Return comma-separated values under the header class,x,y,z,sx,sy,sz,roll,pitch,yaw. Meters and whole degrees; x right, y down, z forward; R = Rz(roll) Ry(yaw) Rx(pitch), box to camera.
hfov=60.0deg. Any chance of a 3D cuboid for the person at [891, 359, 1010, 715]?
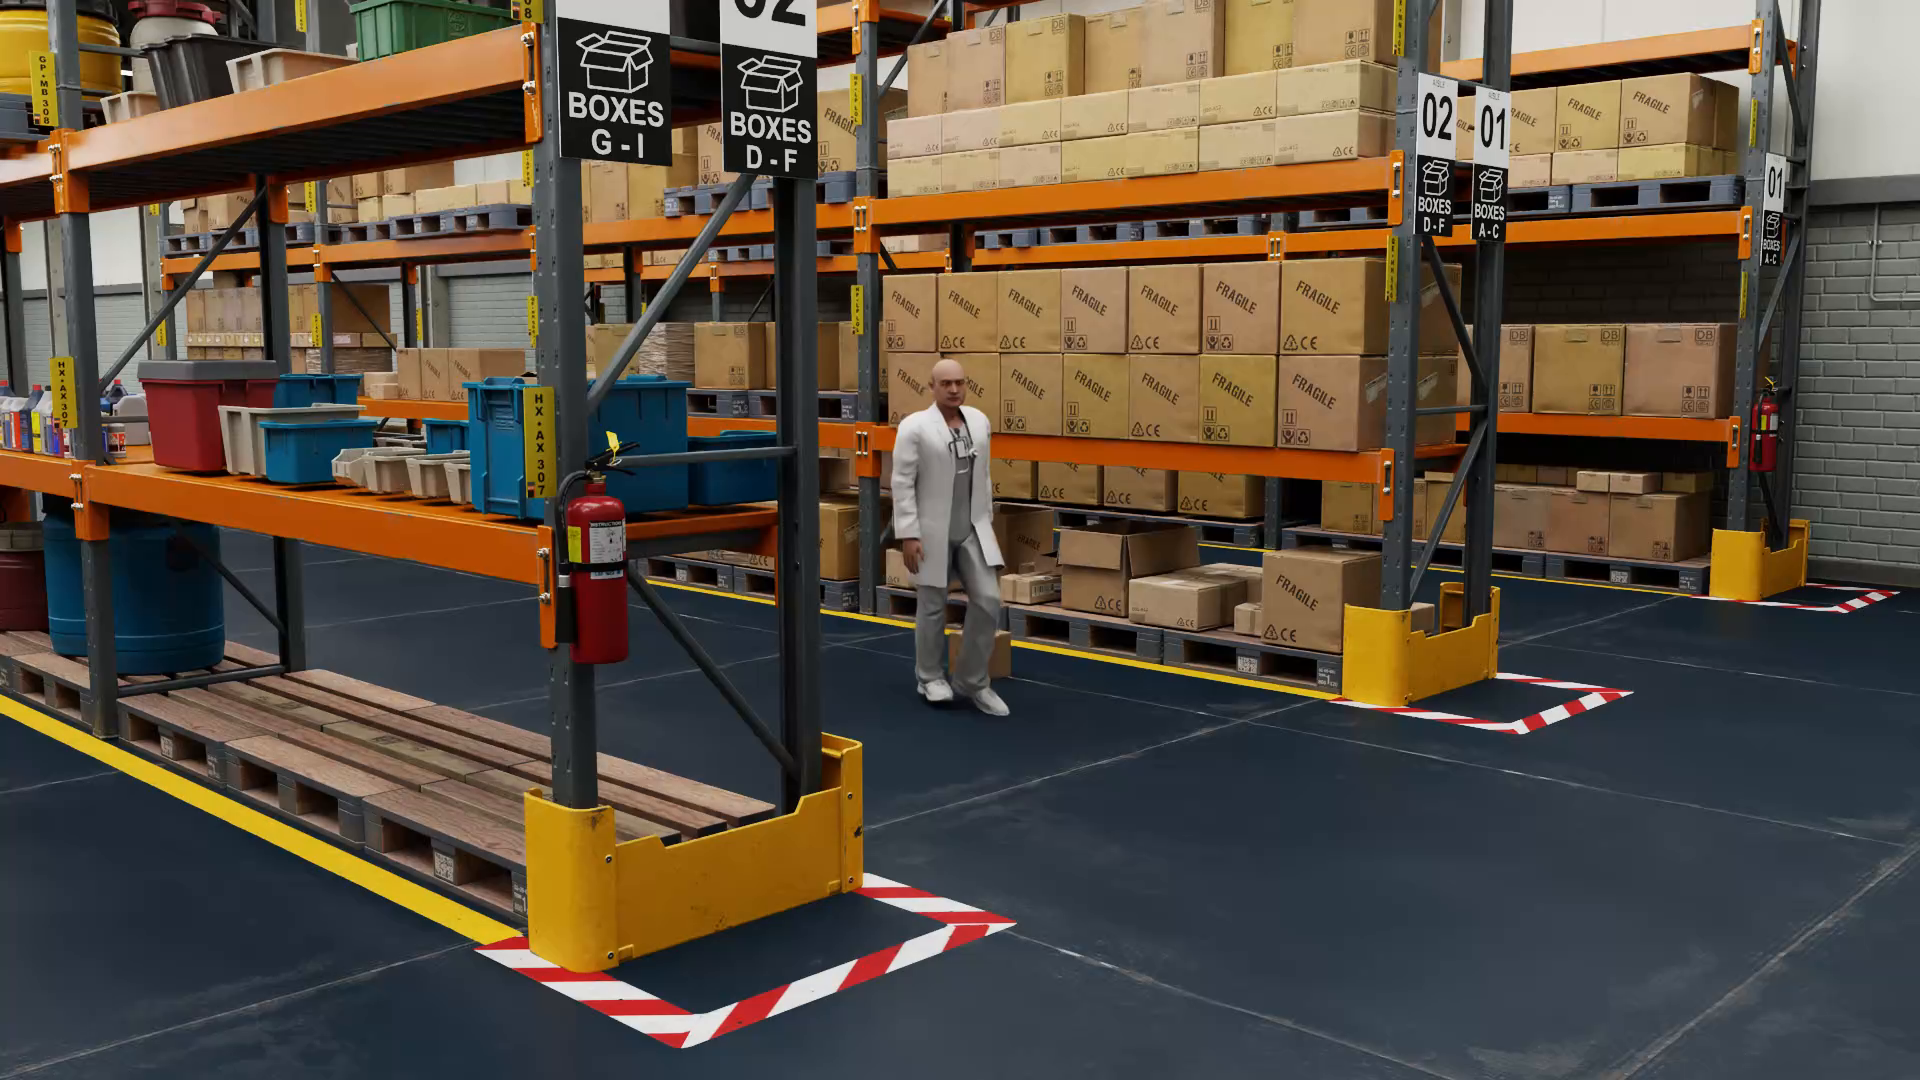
class,x,y,z,sx,sy,sz,roll,pitch,yaw
person,-0.081,-0.014,8.447,0.616,1.804,0.587,-3,7,-23
